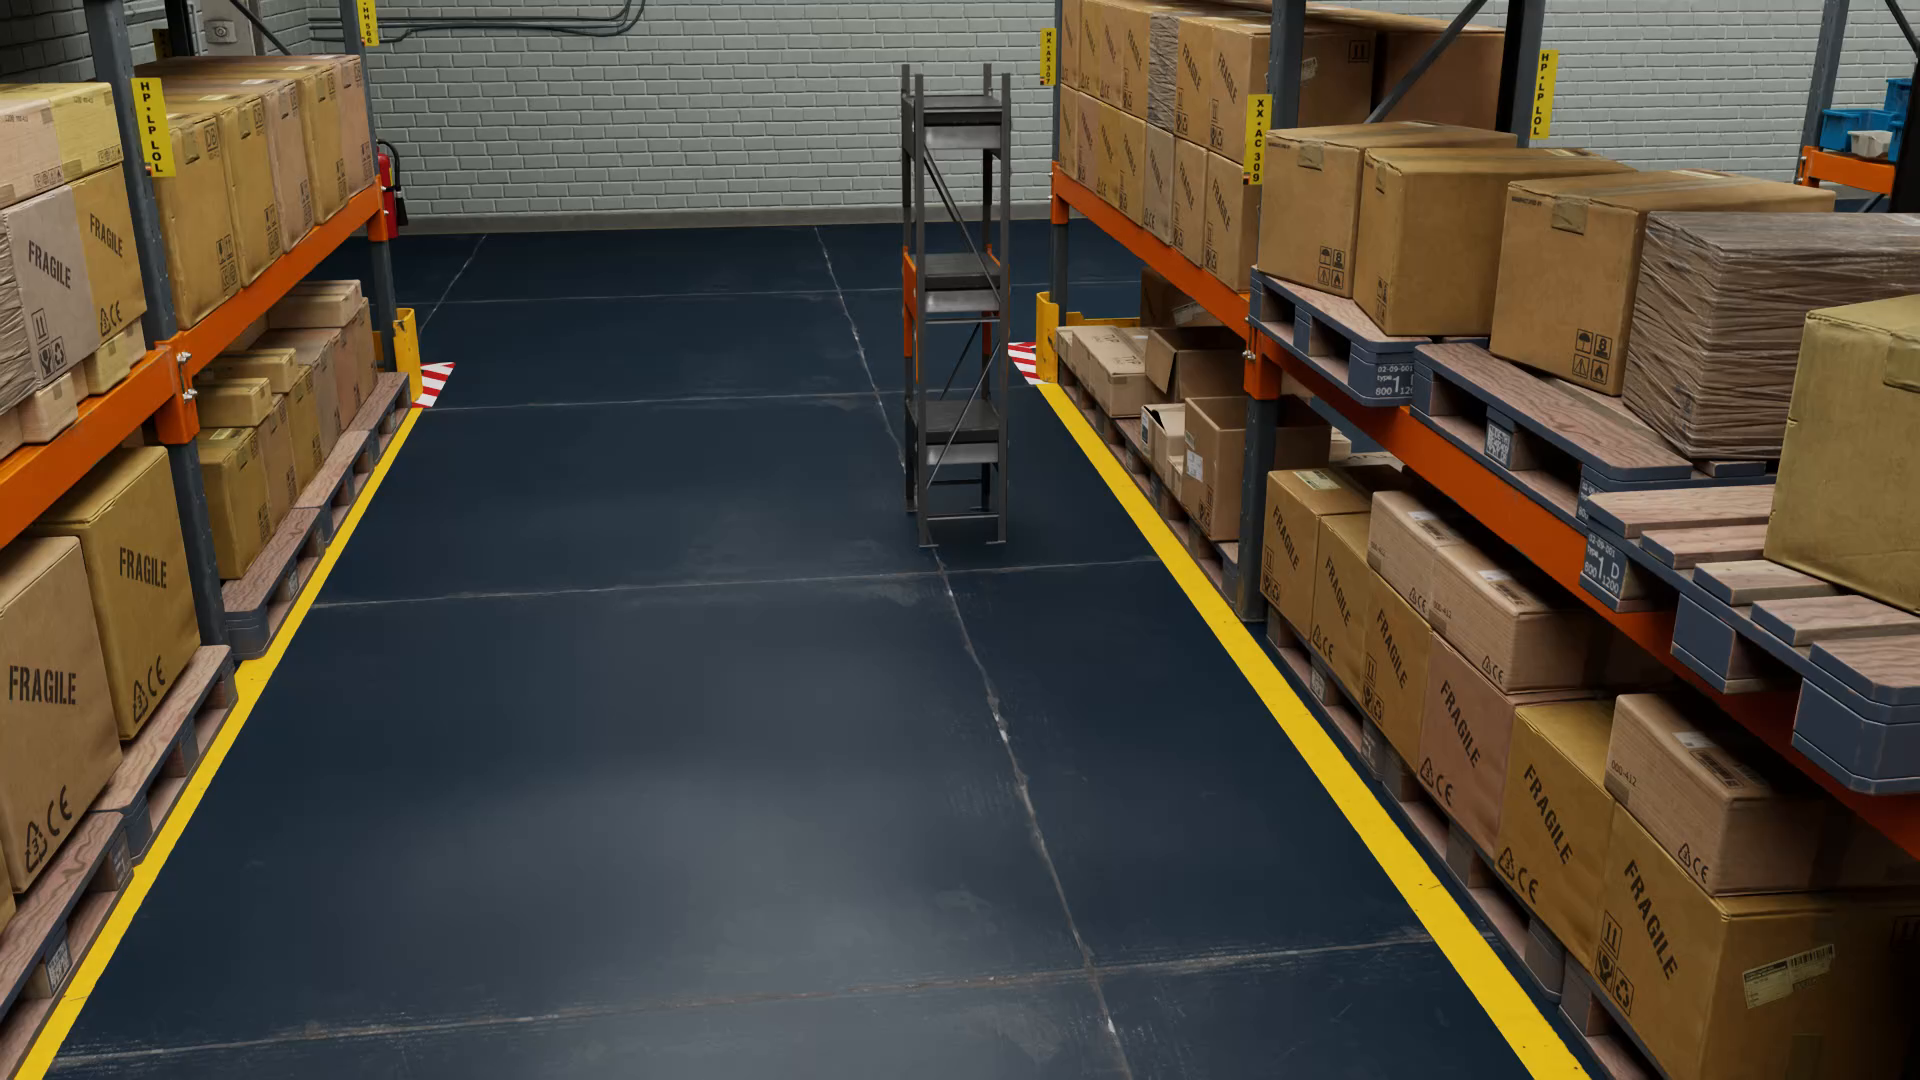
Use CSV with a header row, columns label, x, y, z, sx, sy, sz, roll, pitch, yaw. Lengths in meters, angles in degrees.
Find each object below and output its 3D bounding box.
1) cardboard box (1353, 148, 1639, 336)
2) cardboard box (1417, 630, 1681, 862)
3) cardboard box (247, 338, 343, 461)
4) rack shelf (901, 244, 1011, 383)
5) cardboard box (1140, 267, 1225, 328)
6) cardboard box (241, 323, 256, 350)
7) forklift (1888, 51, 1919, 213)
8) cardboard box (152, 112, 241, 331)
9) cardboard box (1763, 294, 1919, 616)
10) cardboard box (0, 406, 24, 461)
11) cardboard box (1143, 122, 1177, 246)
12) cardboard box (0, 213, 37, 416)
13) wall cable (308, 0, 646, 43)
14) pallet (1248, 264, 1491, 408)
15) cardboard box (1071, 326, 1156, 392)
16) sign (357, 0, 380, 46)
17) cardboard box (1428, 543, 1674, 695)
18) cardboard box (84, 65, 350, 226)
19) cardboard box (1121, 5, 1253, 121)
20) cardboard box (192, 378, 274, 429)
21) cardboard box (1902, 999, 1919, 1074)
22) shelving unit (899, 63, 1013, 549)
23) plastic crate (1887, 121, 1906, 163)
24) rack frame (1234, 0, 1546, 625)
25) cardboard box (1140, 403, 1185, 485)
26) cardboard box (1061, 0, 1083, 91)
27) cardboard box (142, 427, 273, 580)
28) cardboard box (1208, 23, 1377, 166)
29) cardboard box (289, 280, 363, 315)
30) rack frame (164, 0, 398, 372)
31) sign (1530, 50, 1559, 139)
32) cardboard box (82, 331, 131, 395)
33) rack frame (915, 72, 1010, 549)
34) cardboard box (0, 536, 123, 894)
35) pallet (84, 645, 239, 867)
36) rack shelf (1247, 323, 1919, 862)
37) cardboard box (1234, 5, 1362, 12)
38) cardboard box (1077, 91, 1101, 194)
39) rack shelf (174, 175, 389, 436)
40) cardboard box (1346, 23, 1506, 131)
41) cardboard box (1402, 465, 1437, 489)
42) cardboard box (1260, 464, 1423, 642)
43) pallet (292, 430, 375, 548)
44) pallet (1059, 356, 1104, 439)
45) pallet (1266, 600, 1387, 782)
label,x,y,z,sx,sy,sz,roll,pitch,yaw
cardboard box,1.649,-0.940,5.202,0.700,0.500,0.500,0,20,1
cardboard box,1.694,0.571,4.845,0.500,0.500,0.500,-4,21,-10
cardboard box,-3.492,-0.681,8.226,0.700,0.500,0.500,-4,21,-10
rack shelf,-0.024,-1.028,7.507,0.431,0.518,0.480,-3,21,-8
cardboard box,1.386,-1.351,9.989,0.500,0.500,0.500,-3,21,-8
cardboard box,-3.707,-1.016,8.194,0.380,0.149,0.250,-3,21,-7
forklift,4.133,-0.939,6.040,3.031,2.935,1.130,11,23,27
cardboard box,-3.323,-1.184,6.172,0.980,0.700,0.700,-3,21,-7
cardboard box,2.015,-0.177,3.161,0.700,0.500,0.500,-10,23,-26
cardboard box,-2.814,-0.290,4.535,0.380,0.149,0.250,-3,21,-8
cardboard box,1.163,-1.670,7.756,0.500,0.500,0.500,-2,21,-7
cardboard box,-2.797,-0.553,4.314,0.500,0.500,0.500,-3,21,-8
wall cable,-4.299,-5.572,14.212,3.097,2.526,0.112,-3,21,-8
pallet,1.648,-0.734,5.670,1.003,0.211,1.213,-3,21,-8
cardboard box,0.934,-1.034,9.498,0.500,0.250,0.500,-3,21,-8
sign,-3.298,-2.916,9.244,0.100,0.325,0.005,-3,21,-8
cardboard box,1.686,0.207,4.747,0.500,0.250,0.500,-3,21,-9
cardboard box,-3.638,-1.953,8.230,0.980,0.700,0.700,-3,21,-8
cardboard box,1.091,-2.310,8.041,0.500,0.500,0.500,-3,21,-8
cardboard box,-3.136,-0.577,7.019,0.380,0.149,0.250,-2,21,-6
cardboard box,2.353,0.890,3.989,0.500,0.500,0.500,-4,21,-10
shelving unit,-0.024,-1.041,7.502,0.431,2.100,0.503,-3,21,-8
plastic crate,5.771,-2.360,9.900,0.416,0.233,0.300,-3,21,-8
rack frame,1.641,-1.106,6.392,1.000,3.000,0.127,-3,21,-8
cardboard box,1.170,-0.496,7.970,0.500,0.311,0.500,-3,21,-8
cardboard box,0.867,-2.840,9.460,0.500,0.500,0.500,-2,21,-6
cardboard box,-3.267,-0.145,6.790,0.700,0.500,0.500,-3,21,-7
cardboard box,1.312,-1.784,6.633,0.500,0.500,0.500,-3,21,-7
cardboard box,-3.439,-1.297,8.948,0.380,0.149,0.250,-3,21,-8
rack frame,-3.837,-2.240,9.427,1.000,3.000,0.127,-3,21,-8
sign,2.189,-1.678,6.267,0.100,0.325,0.005,-3,21,-8
cardboard box,-2.872,-0.558,5.254,0.380,0.149,0.250,-3,21,-7
rack frame,0.011,-0.956,7.276,0.400,2.100,0.015,-3,21,-8
cardboard box,-2.907,0.481,4.613,0.750,0.750,0.750,-2,21,-6
pallet,-3.075,0.714,5.502,1.003,0.211,1.213,-3,21,-8
rack shelf,1.929,-0.077,4.663,1.077,0.370,4.000,-3,21,-8
cardboard box,1.627,-2.334,8.107,0.500,0.500,0.500,-2,21,-6
cardboard box,0.947,-2.193,9.158,0.500,0.500,0.500,-3,21,-8
rack shelf,-3.549,-1.211,7.699,1.077,0.370,4.000,-3,21,-8
cardboard box,1.851,-1.799,6.674,0.500,0.500,0.500,-2,21,-6
cardboard box,1.995,0.015,6.333,0.500,0.500,0.500,-3,21,-8
cardboard box,1.469,0.038,6.271,0.500,0.500,0.500,-4,21,-10
pallet,-3.472,-0.240,8.056,1.003,0.211,1.213,-3,21,-8
pallet,1.191,-0.883,9.778,1.003,0.211,1.213,-3,21,-8
pallet,1.795,0.480,6.131,1.003,0.211,1.213,-3,21,-8
